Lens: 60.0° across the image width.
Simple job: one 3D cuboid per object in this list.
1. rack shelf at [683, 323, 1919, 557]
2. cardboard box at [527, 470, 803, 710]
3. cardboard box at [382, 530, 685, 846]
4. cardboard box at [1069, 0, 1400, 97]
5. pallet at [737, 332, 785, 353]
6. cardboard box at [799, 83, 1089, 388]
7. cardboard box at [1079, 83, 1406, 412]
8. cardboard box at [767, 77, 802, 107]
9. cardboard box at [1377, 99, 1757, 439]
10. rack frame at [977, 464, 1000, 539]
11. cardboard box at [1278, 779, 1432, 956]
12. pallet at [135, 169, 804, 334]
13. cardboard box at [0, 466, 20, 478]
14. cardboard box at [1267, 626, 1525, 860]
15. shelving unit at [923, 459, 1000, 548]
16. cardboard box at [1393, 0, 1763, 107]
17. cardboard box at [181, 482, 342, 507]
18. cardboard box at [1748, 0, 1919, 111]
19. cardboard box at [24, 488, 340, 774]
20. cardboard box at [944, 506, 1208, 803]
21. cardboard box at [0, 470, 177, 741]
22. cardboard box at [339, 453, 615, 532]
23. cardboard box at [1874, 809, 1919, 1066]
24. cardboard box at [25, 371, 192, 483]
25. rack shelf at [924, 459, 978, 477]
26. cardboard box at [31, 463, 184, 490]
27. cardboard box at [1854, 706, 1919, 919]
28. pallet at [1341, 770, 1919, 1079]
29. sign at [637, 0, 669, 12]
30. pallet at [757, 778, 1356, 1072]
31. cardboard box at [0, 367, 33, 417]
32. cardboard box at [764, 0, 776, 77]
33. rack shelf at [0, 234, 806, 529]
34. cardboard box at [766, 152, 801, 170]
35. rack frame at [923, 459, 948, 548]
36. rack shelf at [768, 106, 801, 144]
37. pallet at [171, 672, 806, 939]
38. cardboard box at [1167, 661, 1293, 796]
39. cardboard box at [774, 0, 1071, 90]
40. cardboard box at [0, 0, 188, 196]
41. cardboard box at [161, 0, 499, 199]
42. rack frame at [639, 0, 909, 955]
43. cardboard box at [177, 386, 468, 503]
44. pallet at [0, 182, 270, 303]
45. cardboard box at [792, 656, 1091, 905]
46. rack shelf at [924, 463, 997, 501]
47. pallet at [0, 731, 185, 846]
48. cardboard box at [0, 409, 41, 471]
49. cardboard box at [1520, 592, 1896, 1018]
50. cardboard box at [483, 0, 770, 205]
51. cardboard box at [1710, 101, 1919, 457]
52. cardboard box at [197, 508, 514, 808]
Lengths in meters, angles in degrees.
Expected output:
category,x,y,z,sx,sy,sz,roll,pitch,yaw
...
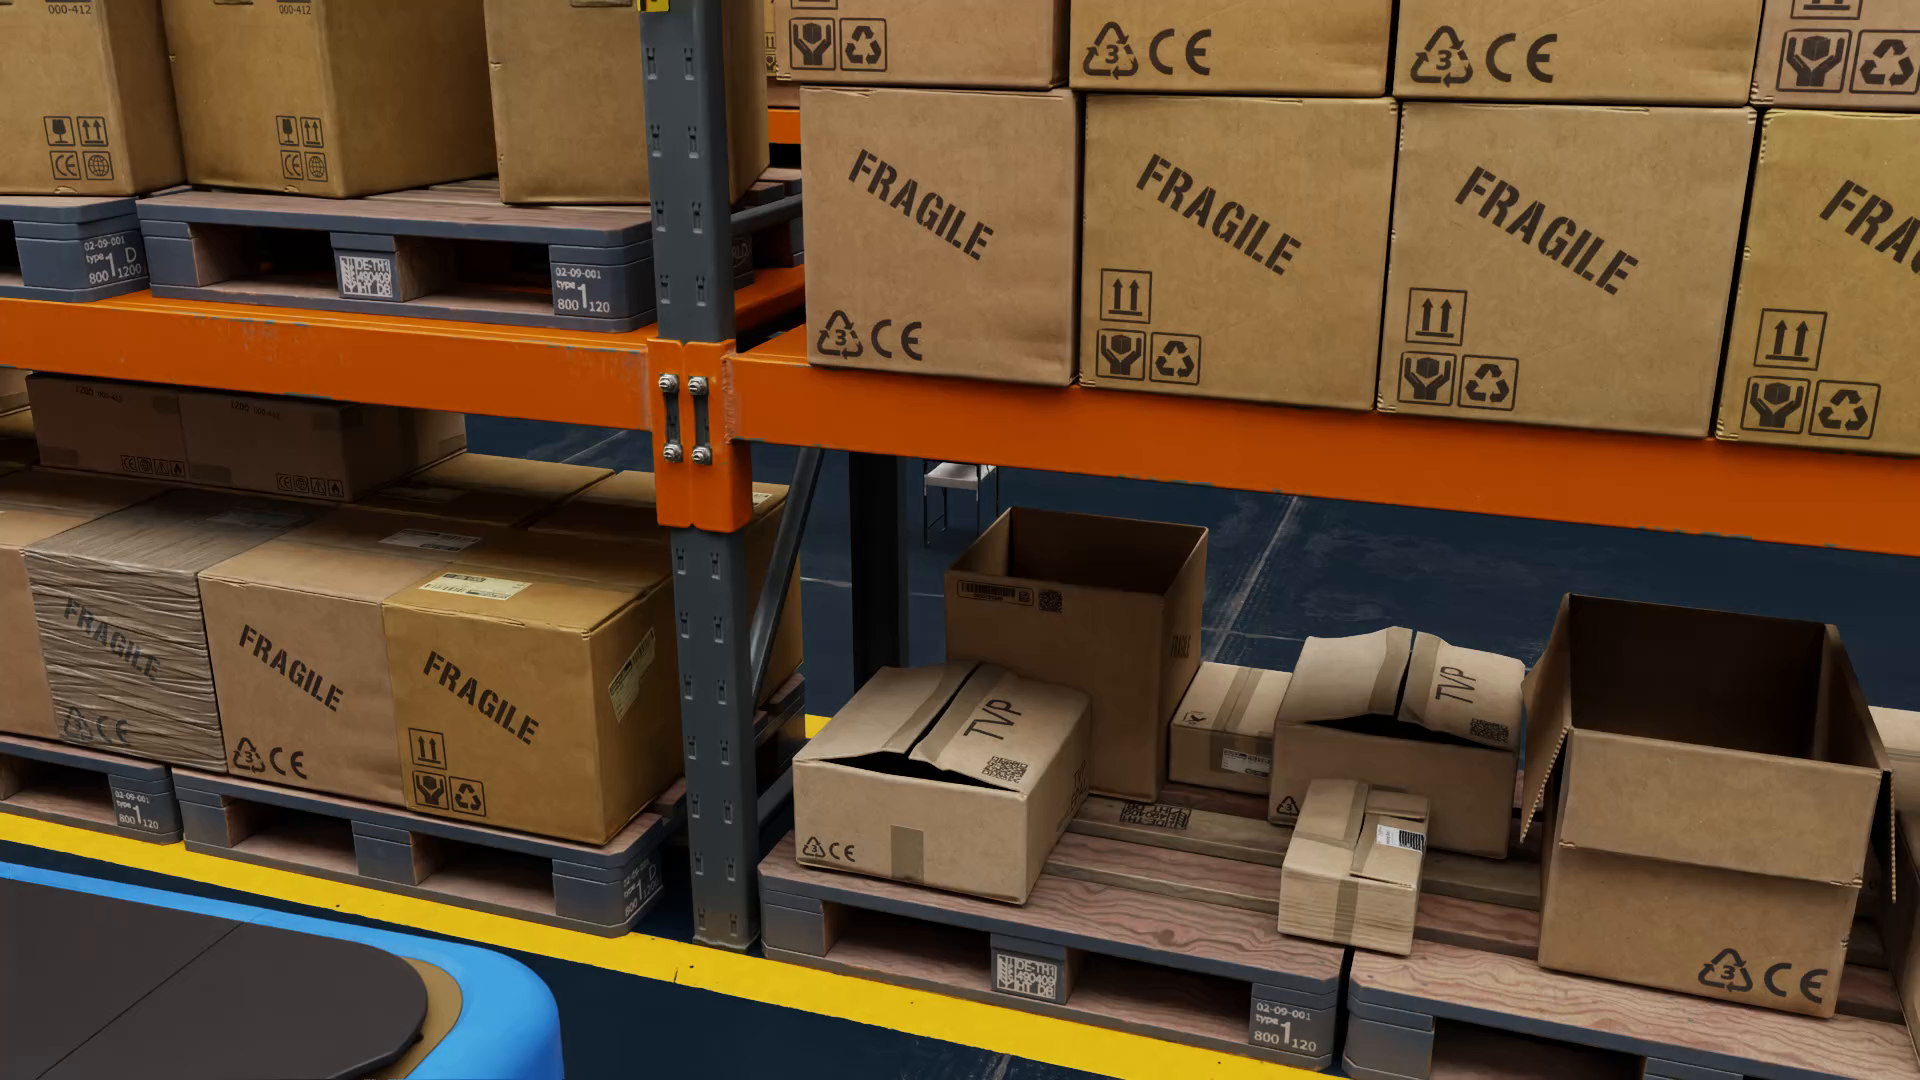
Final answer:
category,x,y,z,sx,sy,sz,roll,pitch,yaw
rack shelf,1.538,-0.139,3.010,4.000,0.370,1.077,7,20,18
cardboard box,-0.729,0.150,4.218,0.500,0.500,0.500,6,20,16
cardboard box,-0.912,0.314,3.748,0.500,0.500,0.500,6,20,18
cardboard box,0.489,-1.020,2.774,0.500,0.500,0.500,6,20,16
pallet,-0.639,-1.110,8.939,1.213,0.211,1.003,7,20,18
cardboard box,0.040,-0.602,3.094,0.500,0.500,0.500,7,20,19
cardboard box,0.525,-0.548,2.939,0.500,0.500,0.500,7,20,19
cardboard box,-0.820,-2.288,8.435,0.250,0.149,0.380,7,20,18
cardboard box,0.997,-0.493,2.782,0.500,0.500,0.500,6,20,18
rack frame,0.104,-0.413,5.894,0.006,0.900,0.240,7,20,18
cardboard box,0.794,0.638,3.324,0.250,0.166,0.380,7,20,18
pallet,-1.071,-0.724,3.888,1.213,0.211,1.003,7,20,18
cardboard box,-2.825,0.094,4.377,0.500,0.500,0.500,6,20,17
cardboard box,0.988,0.422,3.726,0.500,0.311,0.500,7,20,18
shelving unit,0.008,-0.424,5.926,0.210,0.900,0.258,7,20,18
cardboard box,0.974,-0.964,2.615,0.500,0.500,0.500,6,20,16
cardboard box,-1.706,0.039,4.535,0.500,0.500,0.500,7,20,19
cardboard box,1.462,-0.909,2.455,0.500,0.500,0.500,7,20,20
cardboard box,-1.850,0.203,4.065,0.500,0.500,0.500,7,20,19
cardboard box,0.280,0.251,3.927,0.500,0.500,0.500,7,20,18
cardboard box,-2.331,0.149,4.220,0.500,0.500,0.500,6,20,16
cardboard box,-1.236,0.096,4.373,0.500,0.500,0.500,7,20,19
cardboard box,1.945,0.734,2.922,0.500,0.250,0.500,7,20,18
cardboard box,-2.147,-0.366,4.560,0.500,0.250,0.500,6,20,17
rack shelf,0.008,-0.308,5.966,0.200,0.077,0.258,7,20,18
cardboard box,-2.183,-0.015,4.692,0.500,0.500,0.500,6,20,16
cardboard box,2.062,0.573,3.384,0.500,0.250,0.500,7,20,18
pallet,1.453,0.828,3.381,1.213,0.211,1.003,7,20,18
sign,-0.530,-1.068,2.825,0.005,0.325,0.100,7,20,18
pallet,0.297,0.697,3.757,1.213,0.211,1.003,7,20,18
cardboard box,-3.115,-0.475,4.873,0.500,0.250,0.500,7,21,20
cardboard box,-0.679,-2.565,8.244,0.500,0.500,0.500,7,20,20
rack shelf,-2.241,-0.571,4.250,4.000,0.370,1.077,7,20,18
cardboard box,-1.031,-1.634,8.834,0.750,0.750,0.750,6,20,18
rack frame,-0.088,-0.435,5.957,0.006,0.900,0.240,7,20,18
rack shelf,-0.619,-2.112,8.670,4.000,0.370,1.077,7,20,18
pallet,-1.132,0.546,4.189,1.213,0.211,1.003,7,20,18
cardboard box,0.654,0.439,3.922,0.250,0.149,0.380,7,20,18
cardboard box,0.001,-1.076,2.934,0.500,0.500,0.500,7,20,19
cardboard box,-2.041,-1.112,3.919,0.500,0.500,0.700,1,19,4
cardboard box,-1.396,-1.115,3.929,0.500,0.500,0.700,10,22,27
rack frame,-0.352,-0.695,3.512,0.127,3.000,1.000,7,20,18
cardboard box,-1.673,-0.312,4.405,0.500,0.250,0.500,7,20,18
pallet,-2.292,-0.827,4.184,1.213,0.211,1.003,7,20,18
cardboard box,-0.026,0.480,3.559,0.500,0.311,0.500,7,20,18
rack shelf,0.008,-0.223,5.996,0.200,0.077,0.258,7,20,18
pallet,-2.289,0.415,4.566,1.213,0.211,1.003,7,20,18
cardboard box,-2.681,-0.070,4.849,0.500,0.500,0.500,6,20,16
cardboard box,1.425,0.478,3.273,0.637,0.503,0.797,7,20,18
cardboard box,-0.726,-1.061,3.773,0.500,0.500,0.700,0,19,0
cardboard box,1.478,-0.439,2.625,0.500,0.500,0.500,6,20,17
cardboard box,-1.376,0.258,3.909,0.500,0.500,0.500,7,20,18
